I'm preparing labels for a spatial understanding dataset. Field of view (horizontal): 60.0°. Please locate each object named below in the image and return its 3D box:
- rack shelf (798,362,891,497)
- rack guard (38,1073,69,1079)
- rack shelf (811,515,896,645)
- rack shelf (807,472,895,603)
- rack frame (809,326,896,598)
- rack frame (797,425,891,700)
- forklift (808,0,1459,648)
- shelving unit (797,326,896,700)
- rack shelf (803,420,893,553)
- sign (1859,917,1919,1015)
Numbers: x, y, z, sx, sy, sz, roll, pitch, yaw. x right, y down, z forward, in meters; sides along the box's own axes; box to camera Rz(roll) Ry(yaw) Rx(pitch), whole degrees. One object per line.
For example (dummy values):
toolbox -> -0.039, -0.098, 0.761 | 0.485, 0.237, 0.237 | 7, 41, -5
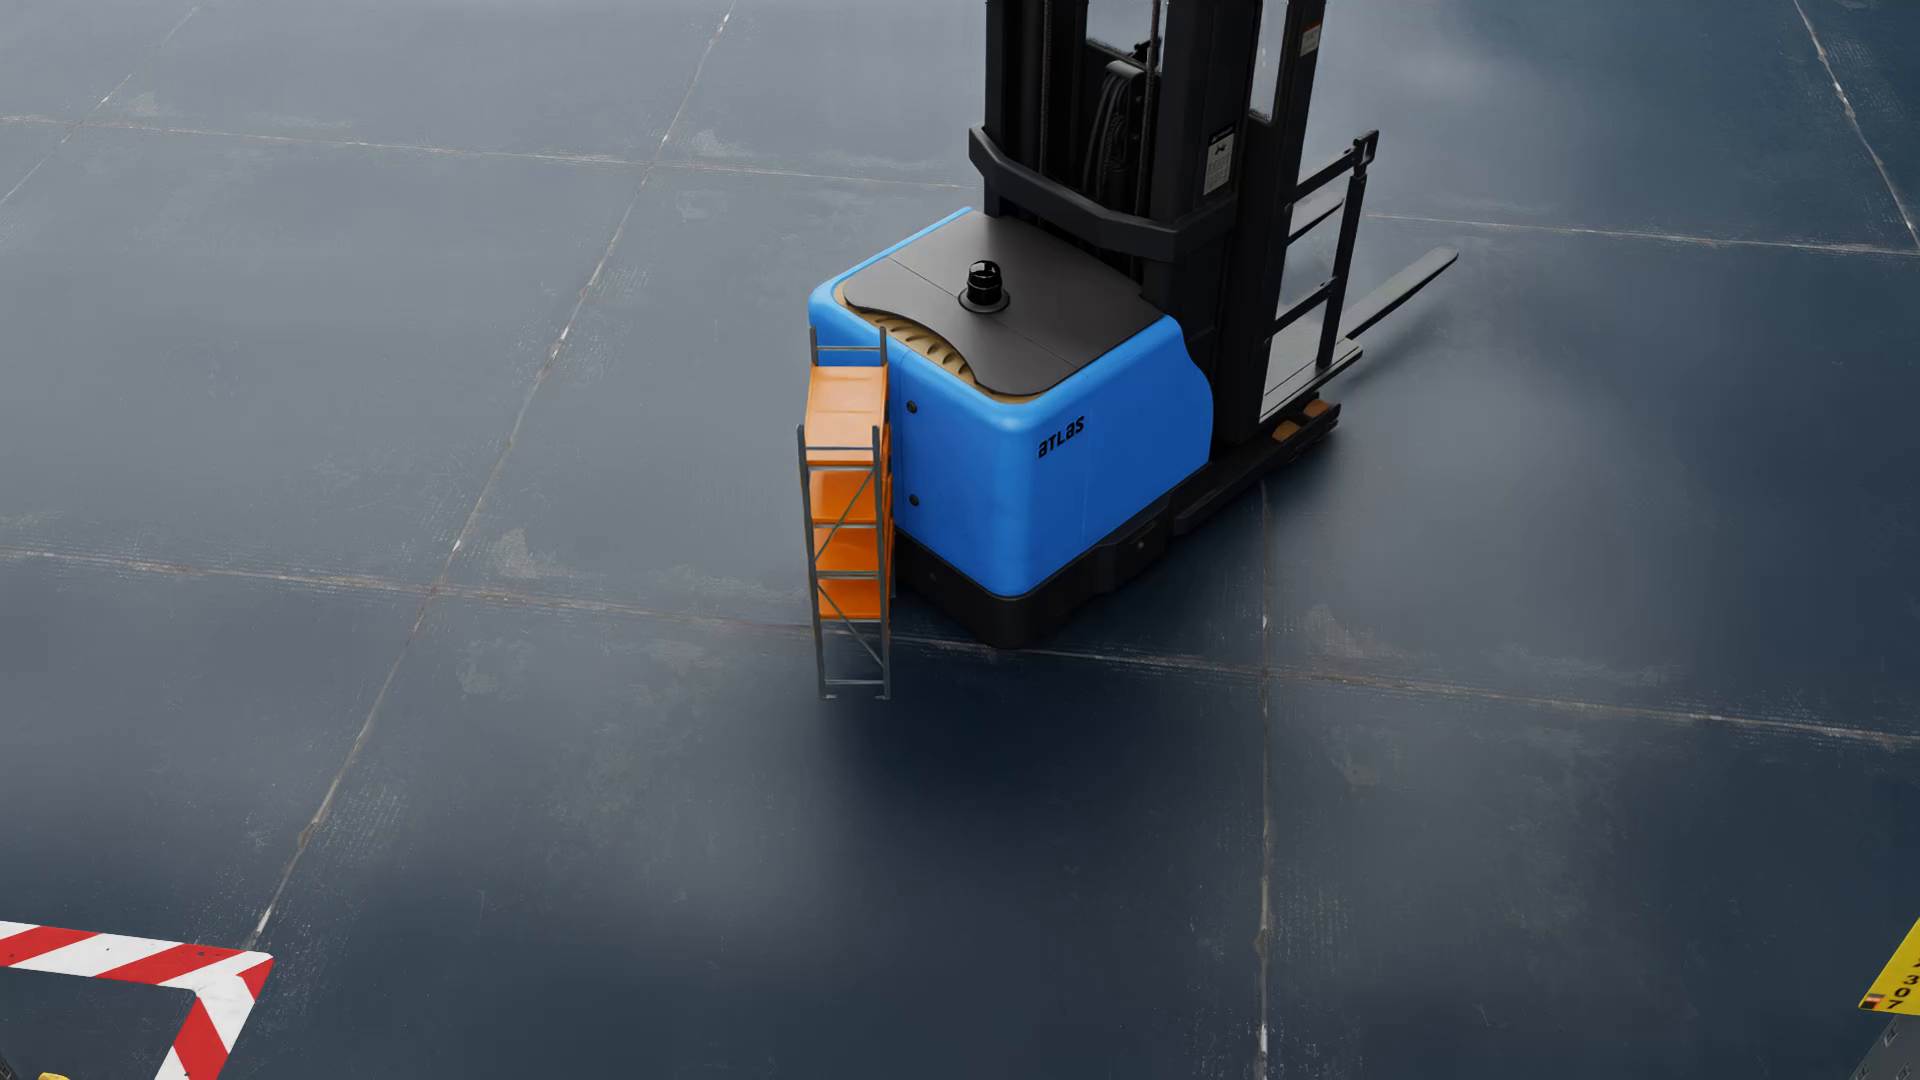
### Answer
rack shelf -> -0.354, -0.348, 5.174 | 0.258, 0.148, 0.480 | 0, 43, 0
rack guard -> -2.767, 1.579, 4.219 | 1.175, 0.500, 0.348 | 5, 44, 6
rack shelf -> -0.354, 0.130, 5.626 | 0.258, 0.148, 0.480 | 0, 43, 0
rack shelf -> -0.354, -0.014, 5.490 | 0.258, 0.148, 0.480 | 0, 43, 0
rack frame -> -0.352, -0.231, 5.621 | 0.240, 1.200, 0.015 | 0, 43, 0
rack frame -> -0.357, 0.105, 5.267 | 0.240, 1.200, 0.015 | 0, 43, 0
forklift -> 0.873, -1.595, 5.803 | 3.031, 2.935, 1.130 | -34, 53, -31
shelving unit -> -0.354, -0.063, 5.444 | 0.258, 1.200, 0.503 | 0, 43, 0
rack shelf -> -0.354, -0.176, 5.336 | 0.258, 0.148, 0.480 | 0, 43, 0
sign -> 1.556, 0.671, 2.673 | 0.100, 0.325, 0.005 | 5, 44, 6
